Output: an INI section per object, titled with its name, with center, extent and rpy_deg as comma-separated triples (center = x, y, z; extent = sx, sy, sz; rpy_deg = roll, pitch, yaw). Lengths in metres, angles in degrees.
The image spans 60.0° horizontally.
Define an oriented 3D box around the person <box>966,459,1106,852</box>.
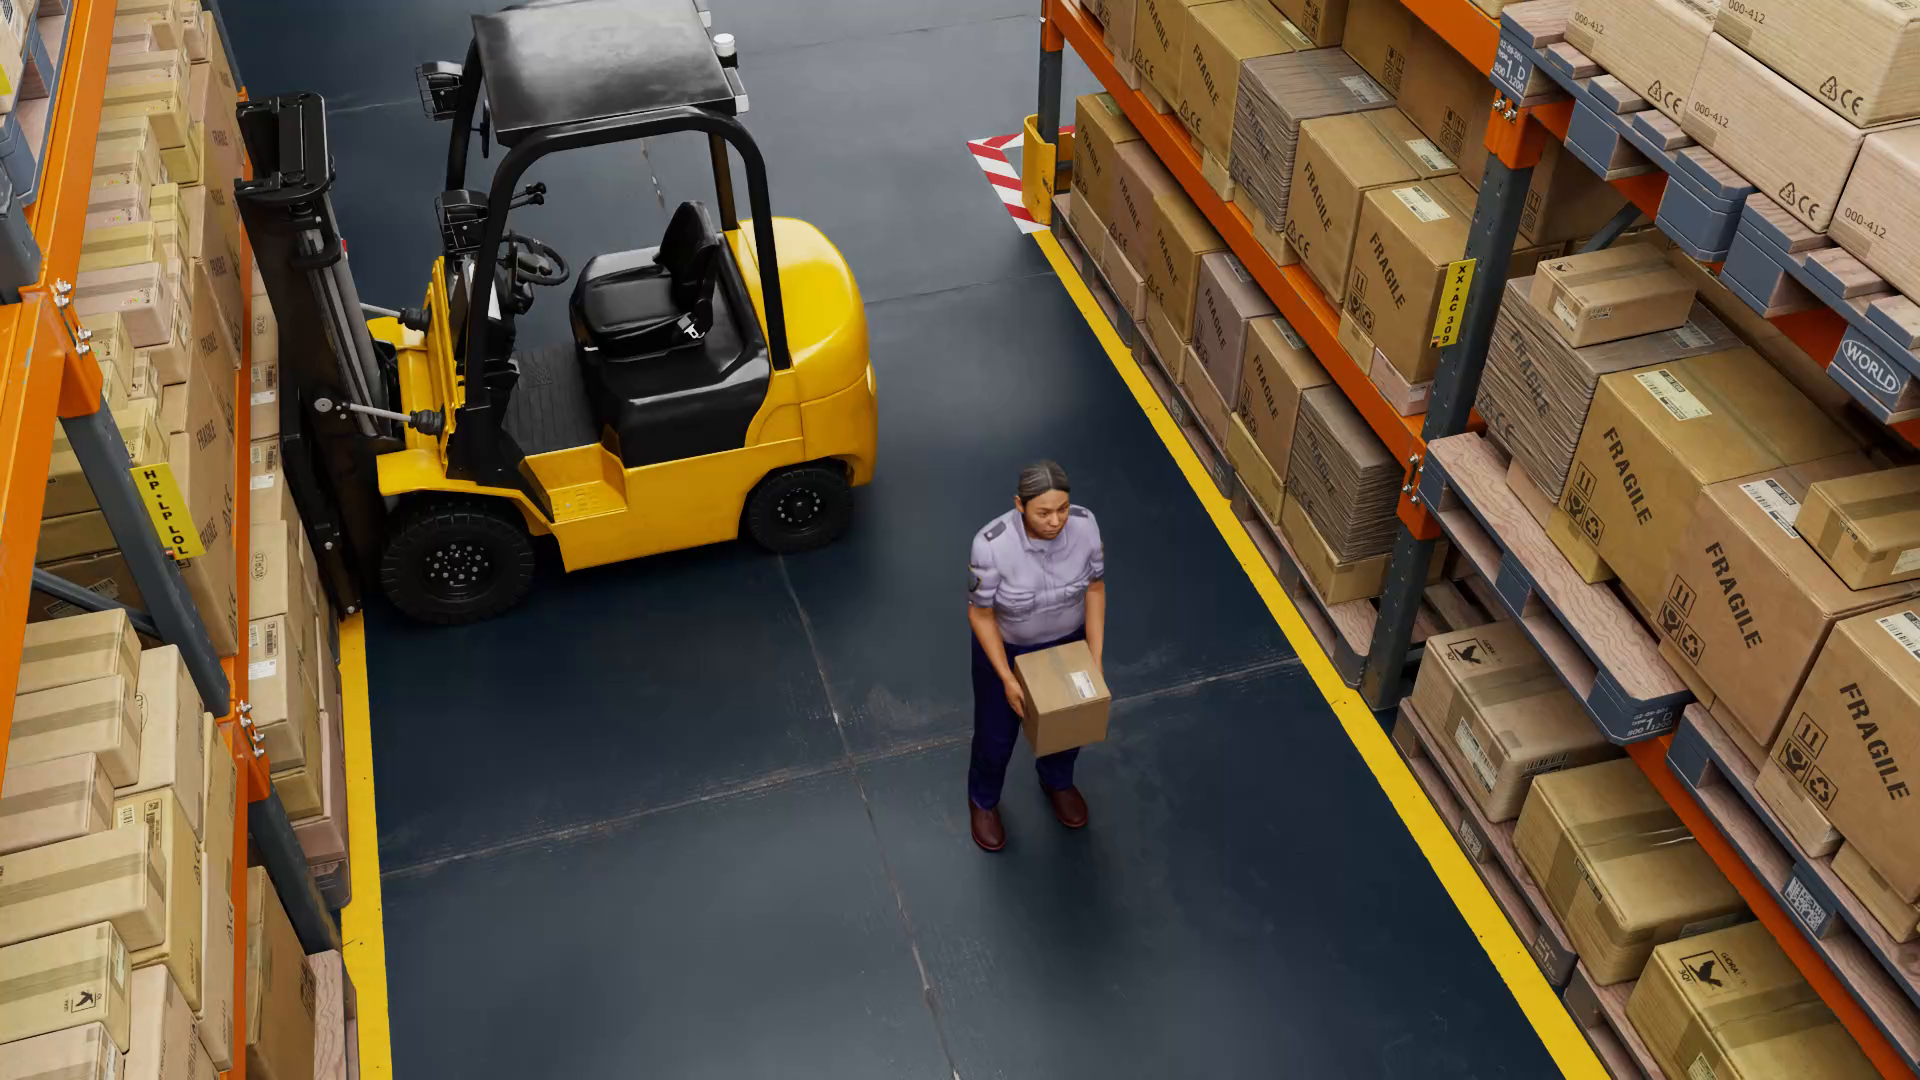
[person]
center = 0.268, 0.414, 5.714
extent = 0.498, 1.653, 0.450
rpy_deg = -12, 44, -13
